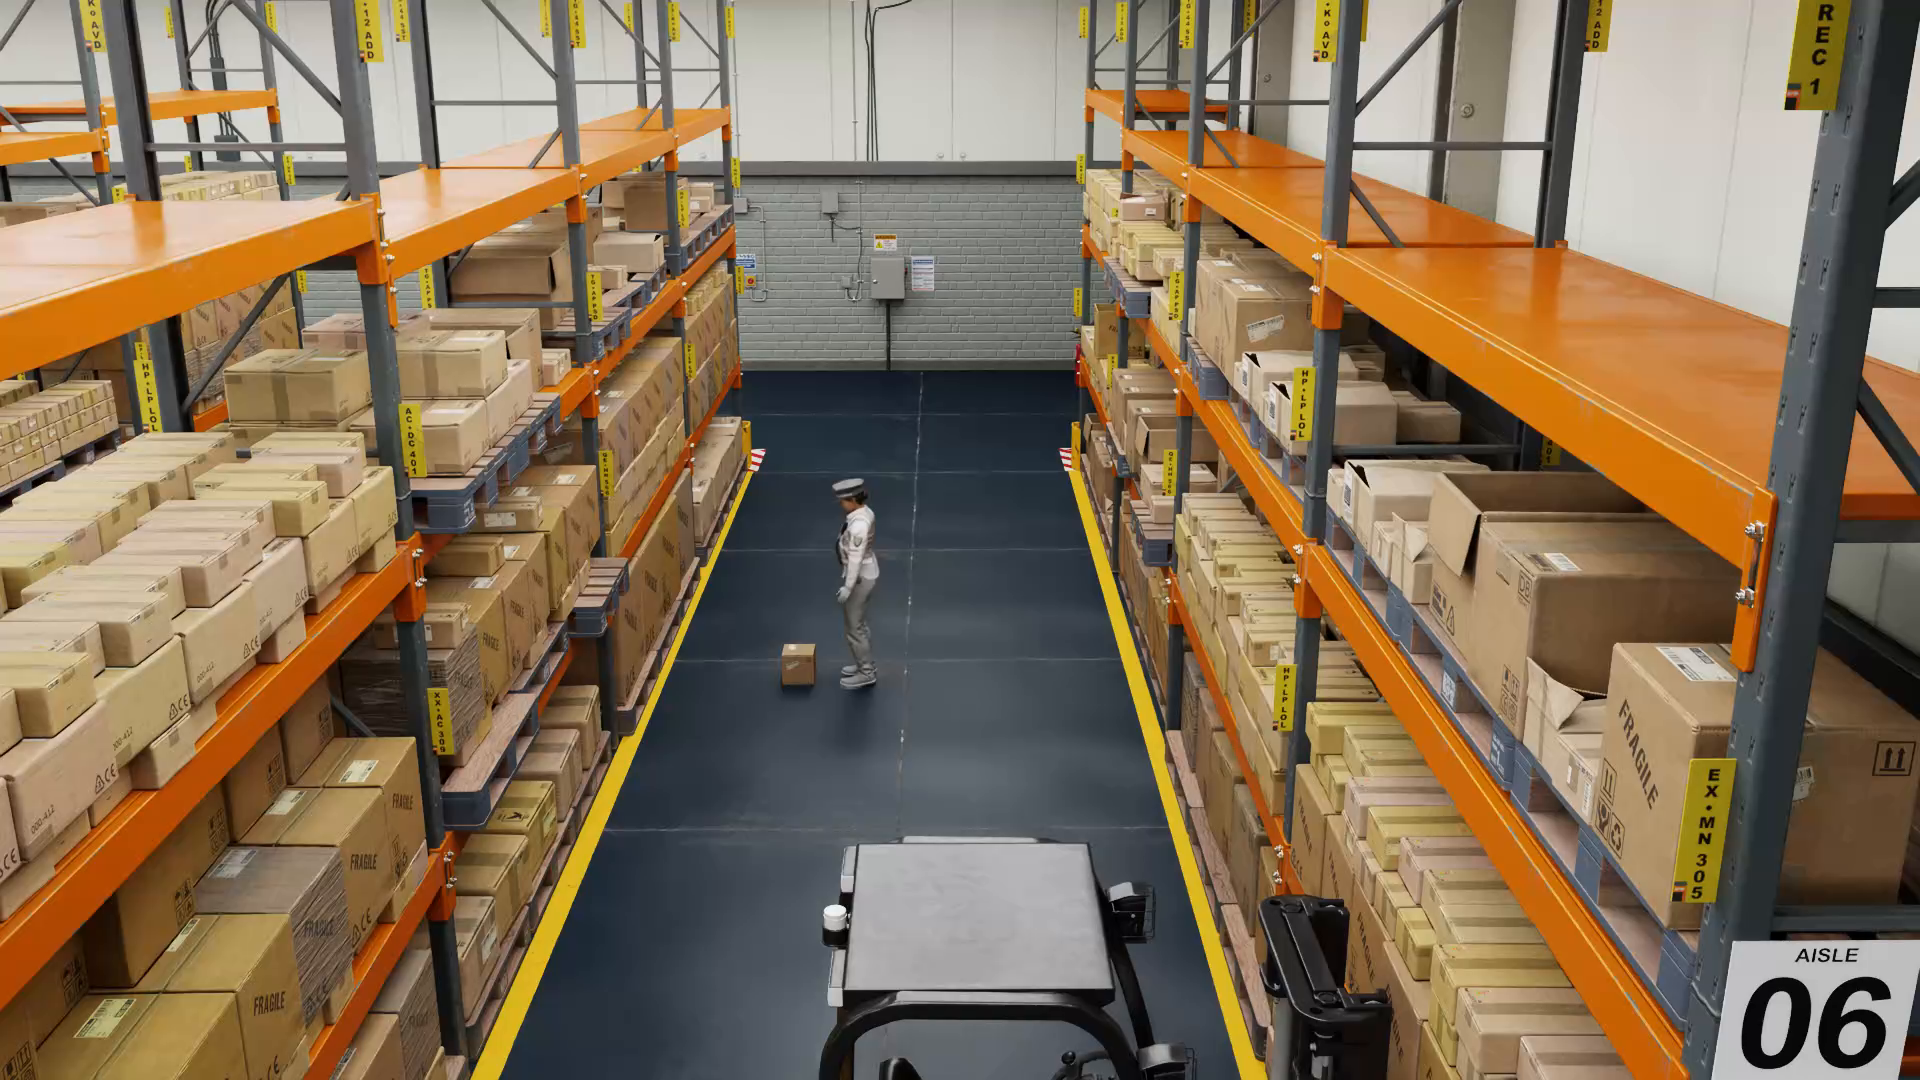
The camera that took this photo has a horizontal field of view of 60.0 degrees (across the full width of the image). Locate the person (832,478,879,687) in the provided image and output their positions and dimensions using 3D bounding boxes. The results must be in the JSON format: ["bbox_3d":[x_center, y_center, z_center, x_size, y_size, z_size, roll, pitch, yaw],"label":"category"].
[{"bbox_3d":[-0.808,0.330,13.012,0.352,1.657,0.479,0,17,0],"label":"person"}]
